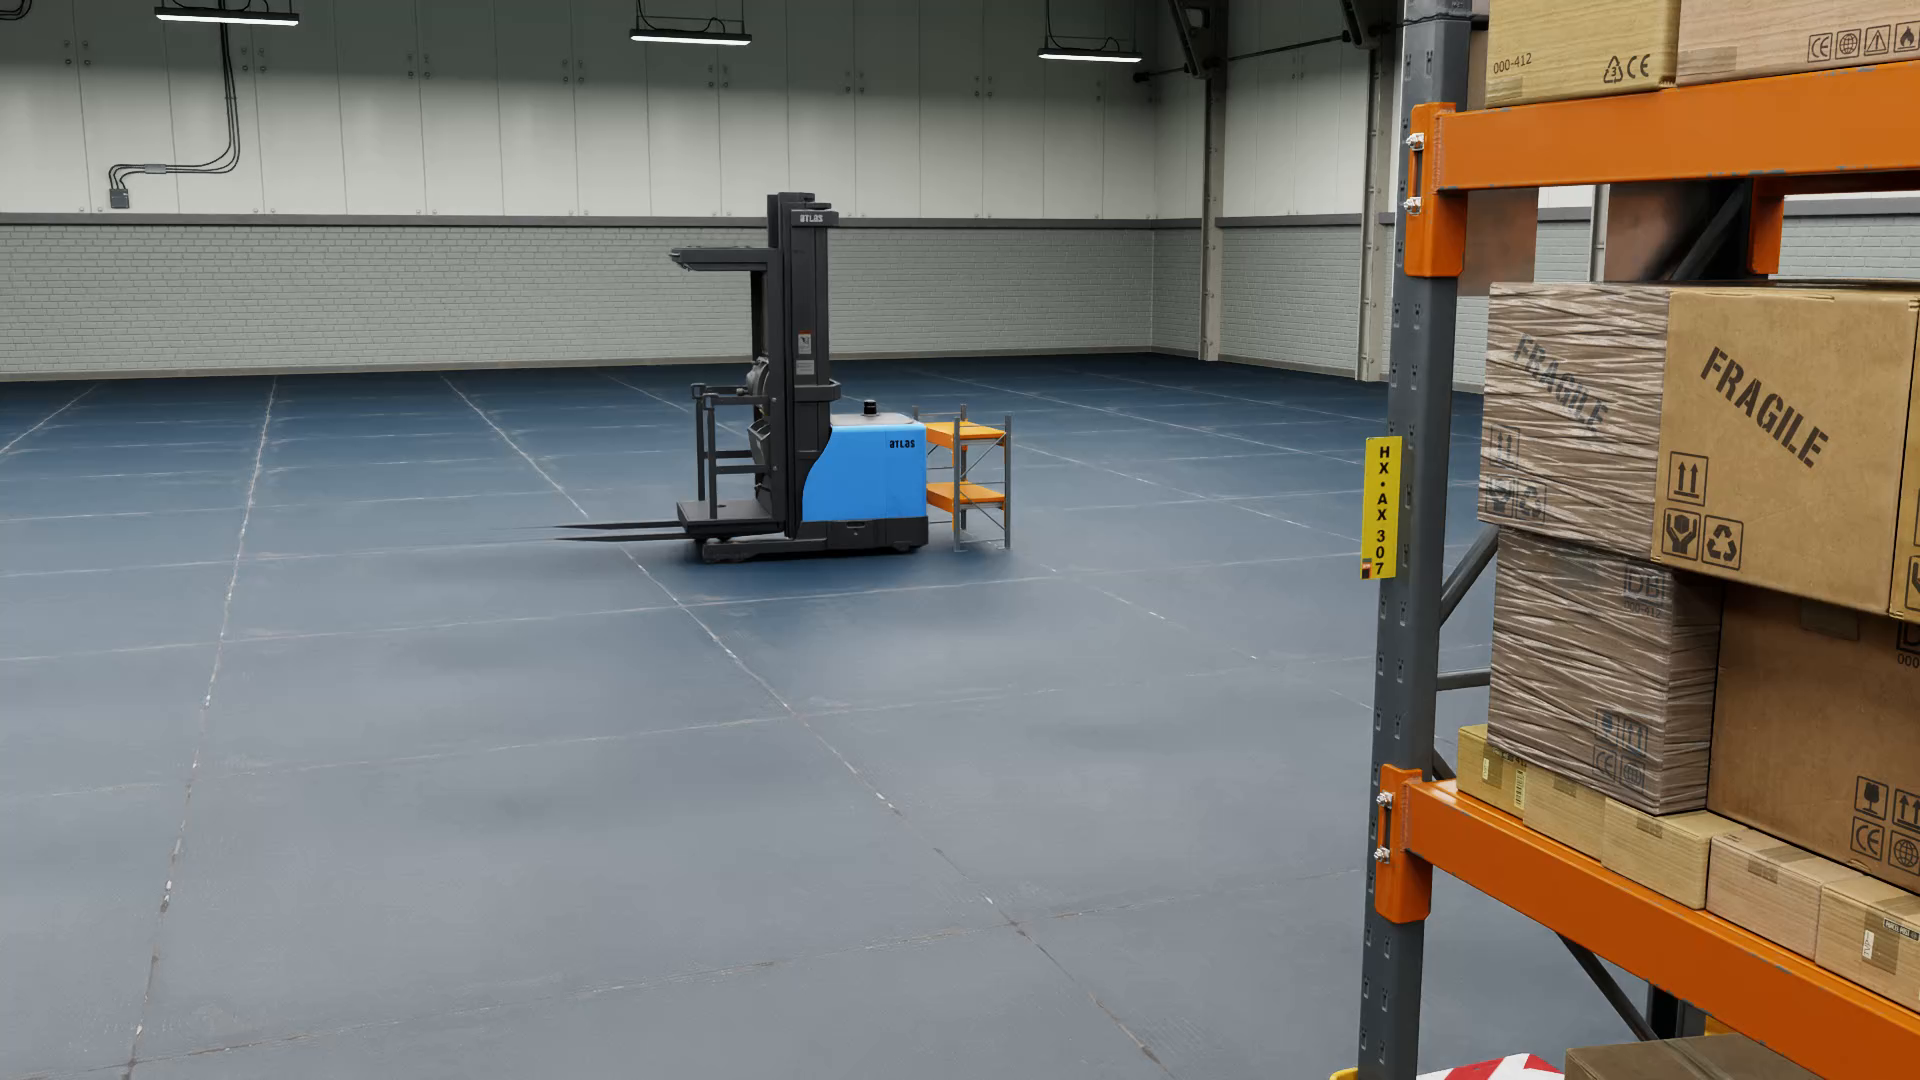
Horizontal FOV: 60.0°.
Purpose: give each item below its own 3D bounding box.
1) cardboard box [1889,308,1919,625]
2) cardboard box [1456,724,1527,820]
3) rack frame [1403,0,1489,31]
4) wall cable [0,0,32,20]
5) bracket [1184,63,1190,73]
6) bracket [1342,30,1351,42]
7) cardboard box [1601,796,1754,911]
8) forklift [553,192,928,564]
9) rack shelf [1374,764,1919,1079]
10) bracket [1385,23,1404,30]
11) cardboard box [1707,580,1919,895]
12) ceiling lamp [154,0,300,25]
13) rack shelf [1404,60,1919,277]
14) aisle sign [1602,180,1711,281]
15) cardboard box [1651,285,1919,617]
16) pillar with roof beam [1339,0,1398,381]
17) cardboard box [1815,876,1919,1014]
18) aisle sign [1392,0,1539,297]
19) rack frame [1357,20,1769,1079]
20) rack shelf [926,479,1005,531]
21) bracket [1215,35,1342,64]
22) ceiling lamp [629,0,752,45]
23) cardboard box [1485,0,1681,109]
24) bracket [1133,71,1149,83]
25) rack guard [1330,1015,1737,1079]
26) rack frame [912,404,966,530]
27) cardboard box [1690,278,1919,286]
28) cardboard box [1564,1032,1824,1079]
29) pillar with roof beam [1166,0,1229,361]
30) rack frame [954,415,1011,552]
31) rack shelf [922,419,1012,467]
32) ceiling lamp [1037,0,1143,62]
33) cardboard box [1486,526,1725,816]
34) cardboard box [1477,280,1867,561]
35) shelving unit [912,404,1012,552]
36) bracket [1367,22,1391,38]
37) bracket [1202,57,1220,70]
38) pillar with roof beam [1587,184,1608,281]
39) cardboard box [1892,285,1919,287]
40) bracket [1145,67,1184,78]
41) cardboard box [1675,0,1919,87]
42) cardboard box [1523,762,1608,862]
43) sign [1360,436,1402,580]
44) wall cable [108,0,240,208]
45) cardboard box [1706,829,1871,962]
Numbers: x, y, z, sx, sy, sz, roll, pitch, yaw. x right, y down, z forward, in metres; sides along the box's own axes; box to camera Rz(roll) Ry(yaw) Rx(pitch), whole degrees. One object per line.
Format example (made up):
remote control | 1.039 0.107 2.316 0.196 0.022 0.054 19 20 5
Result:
cardboard box | 1.771 -0.098 2.418 0.500 0.500 0.500 -4 11 -21
cardboard box | 1.350 0.504 3.737 0.380 0.149 0.250 -4 11 -21
rack frame | 1.469 -2.635 3.536 1.000 3.000 0.127 -4 11 -21
wall cable | -18.281 -10.546 29.471 3.097 2.526 0.112 -4 11 -21
bracket | 5.026 -10.233 35.972 0.235 0.232 0.430 -4 11 -21
bracket | 7.200 -9.253 30.466 0.235 0.232 0.430 -4 11 -21
cardboard box | 1.499 0.588 3.266 0.380 0.149 0.250 -4 11 -21
forklift | -1.839 -1.356 13.673 3.031 2.935 1.130 -3 10 -14
rack shelf | 2.194 1.000 2.290 1.077 0.370 4.000 -4 11 -21
bracket | 8.435 -8.697 27.341 0.076 0.066 4.783 -4 11 -21
cardboard box | 1.936 0.289 3.097 0.875 0.500 0.500 -4 11 -21
ceiling lamp | -11.137 -9.430 25.069 2.000 3.185 0.800 -4 11 -21
rack shelf | 2.194 -0.477 2.027 1.077 0.370 4.000 -4 11 -21
aisle sign | 1.726 -0.990 3.998 0.394 0.787 0.004 -4 11 -21
cardboard box | 1.589 -0.180 2.876 0.500 0.500 0.500 -4 11 -21
pillar with roof beam | 3.669 -7.163 28.992 9.100 9.000 0.548 -4 11 -21
cardboard box | 1.693 0.669 2.812 0.380 0.149 0.250 -4 11 -21
aisle sign | 1.167 -0.952 3.784 0.394 0.787 0.004 -4 11 -21
rack frame | 1.469 0.319 4.062 1.000 3.000 0.127 -4 11 -21
rack shelf | 0.002 -0.312 14.358 0.538 0.278 1.000 -4 11 -21
bracket | 6.261 -9.676 32.846 0.076 0.066 4.783 -4 11 -21
ceiling lamp | -4.557 -9.878 27.588 2.000 3.185 0.800 -4 11 -21
cardboard box | 1.403 -0.989 3.278 0.500 0.250 0.500 -4 11 -19
bracket | 4.167 -10.619 38.147 0.235 0.232 0.430 -4 11 -21
rack guard | 1.496 1.562 4.211 1.175 0.500 0.348 -4 11 -21
rack frame | -0.182 -0.636 14.782 0.500 1.125 0.032 -4 11 -21
cardboard box | 1.898 -0.295 3.523 0.500 0.500 0.500 -4 11 -21
cardboard box | 1.680 1.446 3.665 0.500 0.500 0.500 -2 10 -10
pillar with roof beam | 1.495 -8.142 34.497 9.100 9.000 0.548 -4 11 -21
rack frame | 0.187 -0.470 13.849 0.500 1.125 0.032 -4 11 -21
rack shelf | 0.002 -0.841 14.264 0.538 0.278 1.000 -4 11 -21
ceiling lamp | 2.284 -10.343 30.206 2.000 3.185 0.800 -4 11 -21
cardboard box | 1.643 0.215 3.513 0.875 0.500 0.500 -4 11 -21
cardboard box | 1.414 -0.262 3.338 0.500 0.500 0.500 -4 11 -21
shelving unit | 0.002 -0.553 14.315 0.538 1.125 1.048 -4 11 -21
bracket | 7.501 -9.118 29.705 0.235 0.232 0.430 -4 11 -21
bracket | 5.327 -10.097 35.211 0.235 0.232 0.430 -4 11 -21
pillar with roof beam | 5.844 -6.183 23.486 9.100 9.000 0.548 -4 11 -21
cardboard box | 2.085 -0.214 3.066 0.500 0.500 0.500 -4 11 -21
bracket | 4.381 -10.523 37.605 0.076 0.066 3.189 -4 11 -21
cardboard box | 1.595 -0.905 2.807 0.500 0.250 0.500 -4 11 -22
cardboard box | 1.423 0.546 3.501 0.380 0.149 0.250 -4 11 -21
sign | 0.963 -0.073 3.792 0.100 0.325 0.005 -4 11 -21
wall cable | -14.833 -9.255 31.045 2.305 6.003 0.169 -4 11 -21
cardboard box | 1.609 0.628 3.044 0.380 0.149 0.250 -4 11 -21
